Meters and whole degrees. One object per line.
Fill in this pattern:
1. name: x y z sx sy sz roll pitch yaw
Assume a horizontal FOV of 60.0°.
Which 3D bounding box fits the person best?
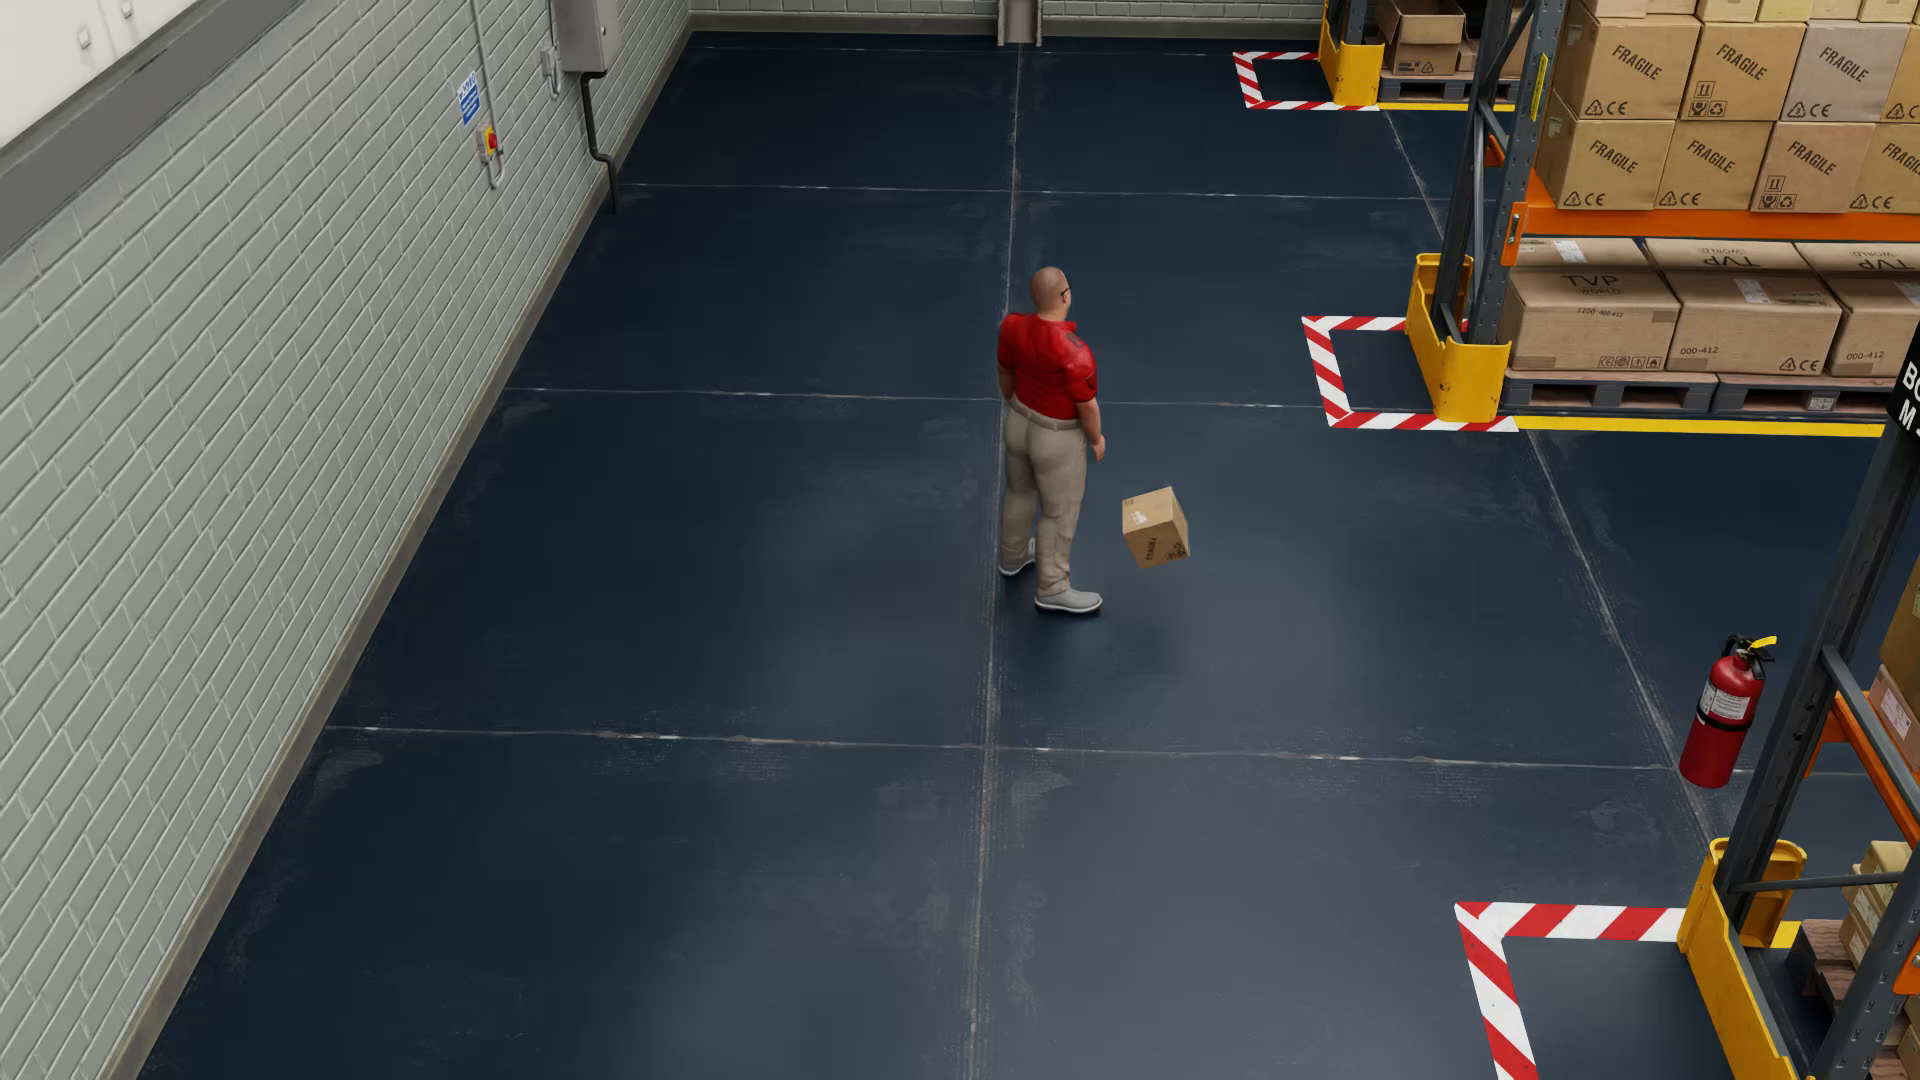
1. person: 0.431 -0.491 7.783 0.385 1.736 0.649 -30 45 -35
